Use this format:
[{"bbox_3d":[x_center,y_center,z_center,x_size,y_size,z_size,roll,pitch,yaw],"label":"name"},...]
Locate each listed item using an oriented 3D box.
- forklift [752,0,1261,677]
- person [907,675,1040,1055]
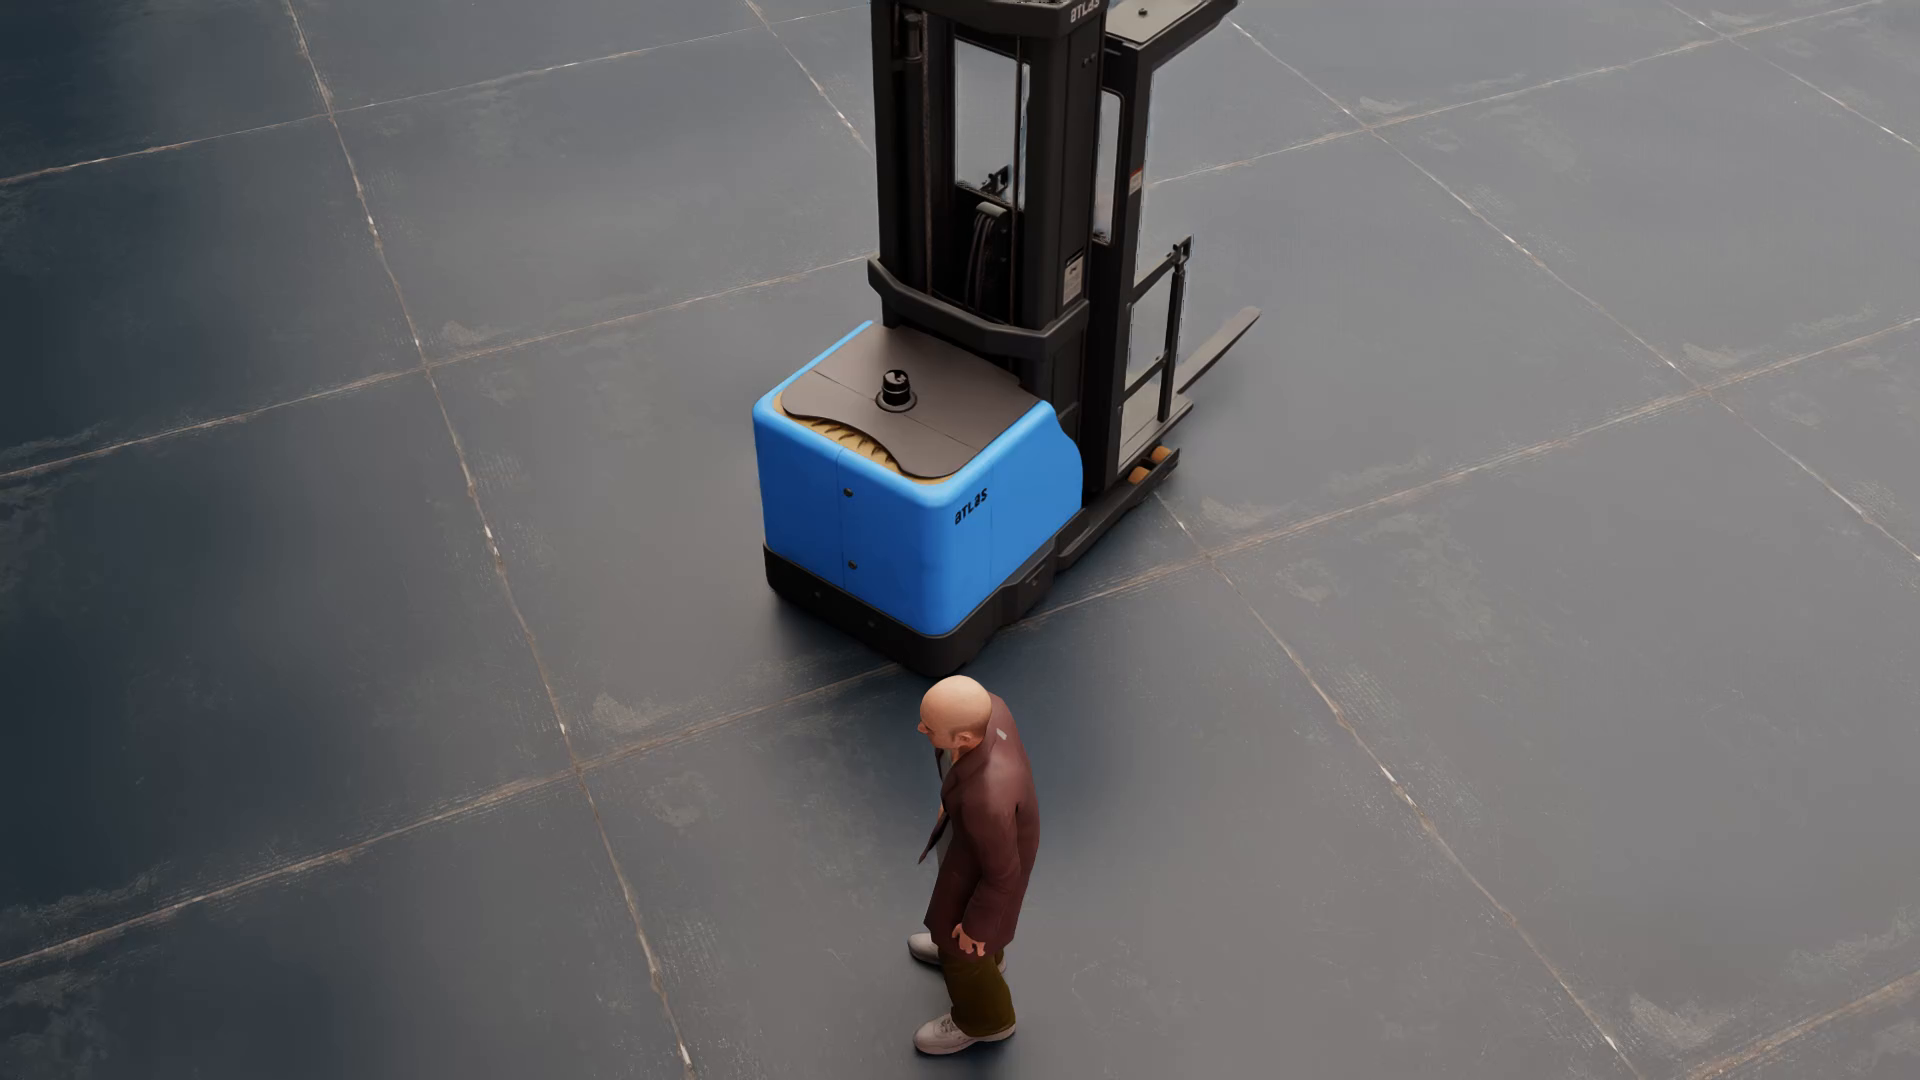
[{"bbox_3d":[0.415,-1.444,7.227,1.130,2.935,3.031,27,50,26],"label":"forklift"},{"bbox_3d":[0.035,1.044,5.410,0.430,1.772,0.646,-4,43,-4],"label":"person"}]
